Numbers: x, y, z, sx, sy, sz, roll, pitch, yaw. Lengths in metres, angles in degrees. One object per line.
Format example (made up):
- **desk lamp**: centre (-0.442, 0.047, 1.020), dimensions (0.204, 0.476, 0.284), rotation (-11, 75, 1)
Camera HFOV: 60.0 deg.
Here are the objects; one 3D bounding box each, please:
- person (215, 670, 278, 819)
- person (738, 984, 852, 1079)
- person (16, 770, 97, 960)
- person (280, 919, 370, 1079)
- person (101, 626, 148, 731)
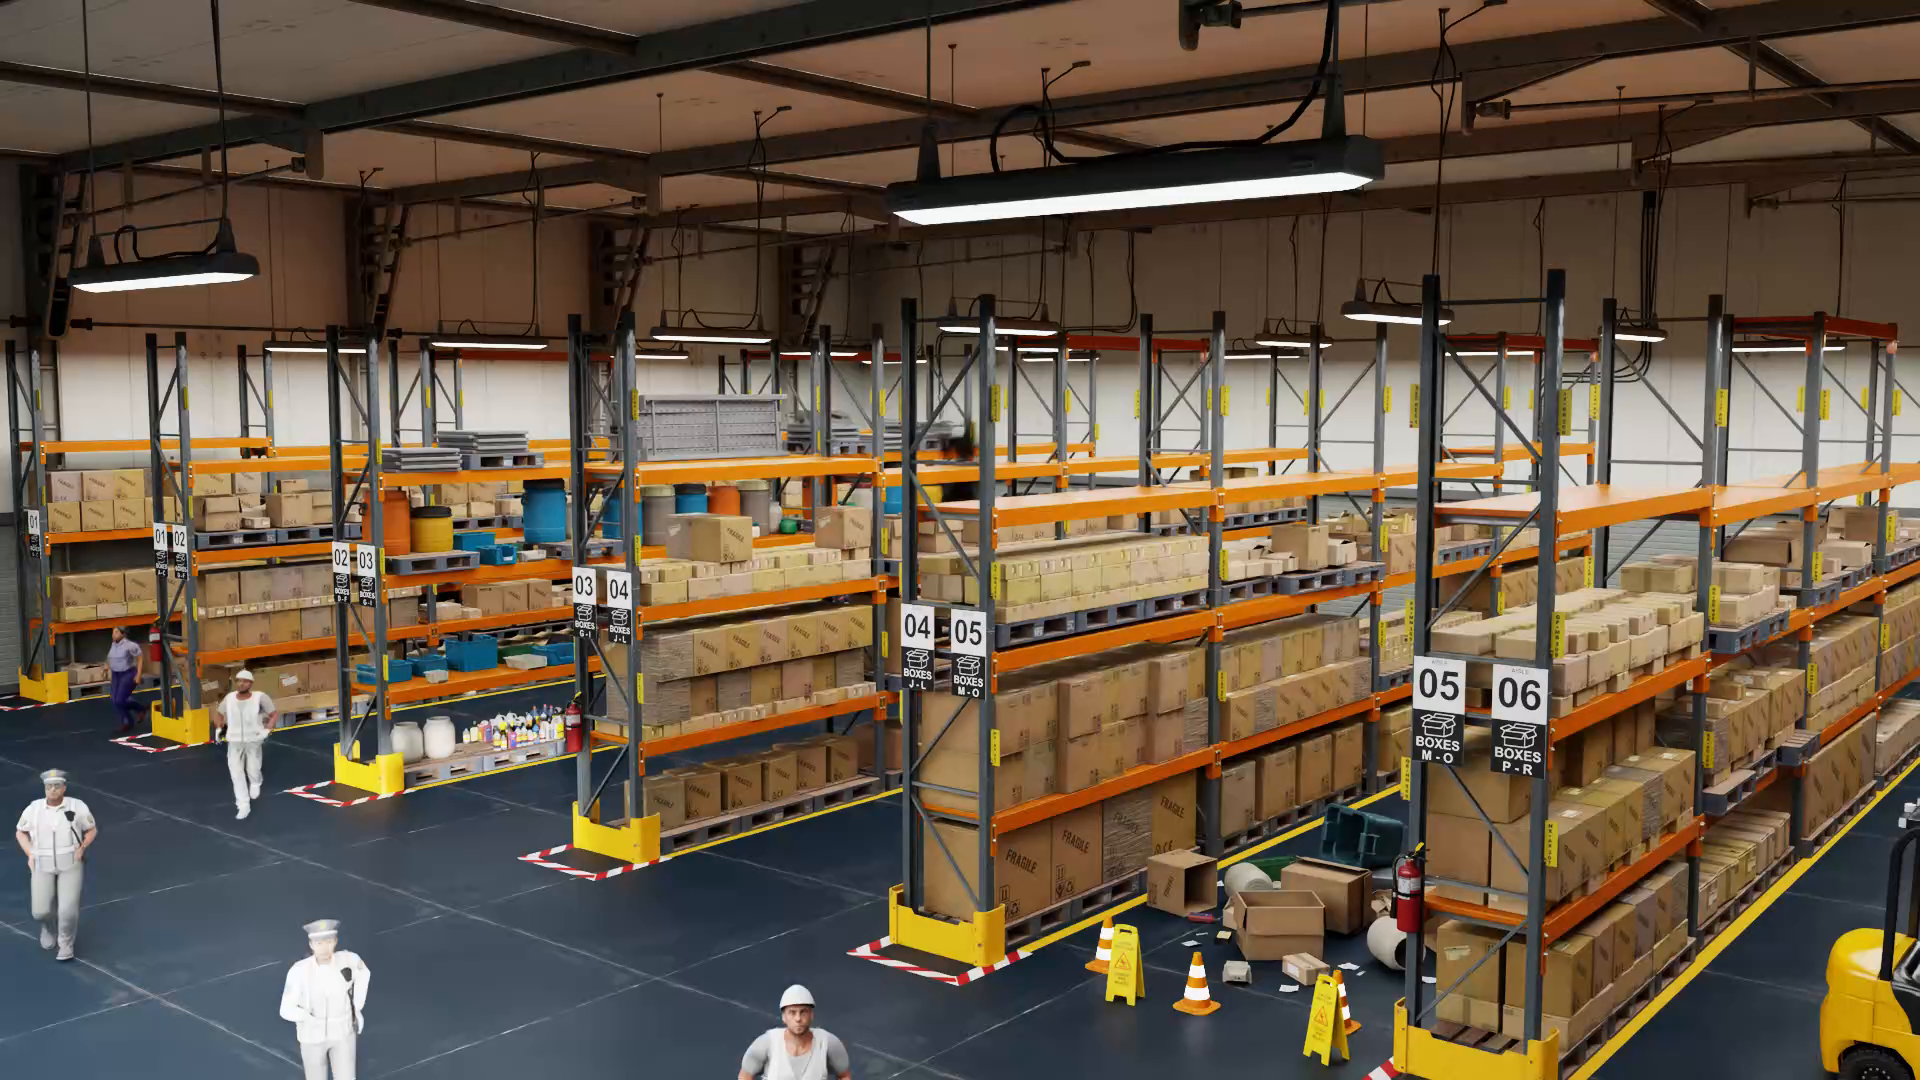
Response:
- **person**: centre (-8.755, 2.473, 20.422), dimensions (0.729, 1.777, 0.789), rotation (-1, 5, -14)
- **person**: centre (-0.955, 3.430, 9.686), dimensions (0.666, 1.750, 0.625), rotation (-1, 5, -7)
- **person**: centre (-8.201, 2.939, 15.110), dimensions (0.658, 1.733, 0.619), rotation (-2, 6, -24)
- **person**: centre (-4.200, 3.333, 11.039), dimensions (0.557, 1.737, 0.816), rotation (-2, 5, -19)
- **person**: centre (-12.735, 2.103, 25.350), dimensions (0.624, 1.616, 0.582), rotation (2, 6, 22)
